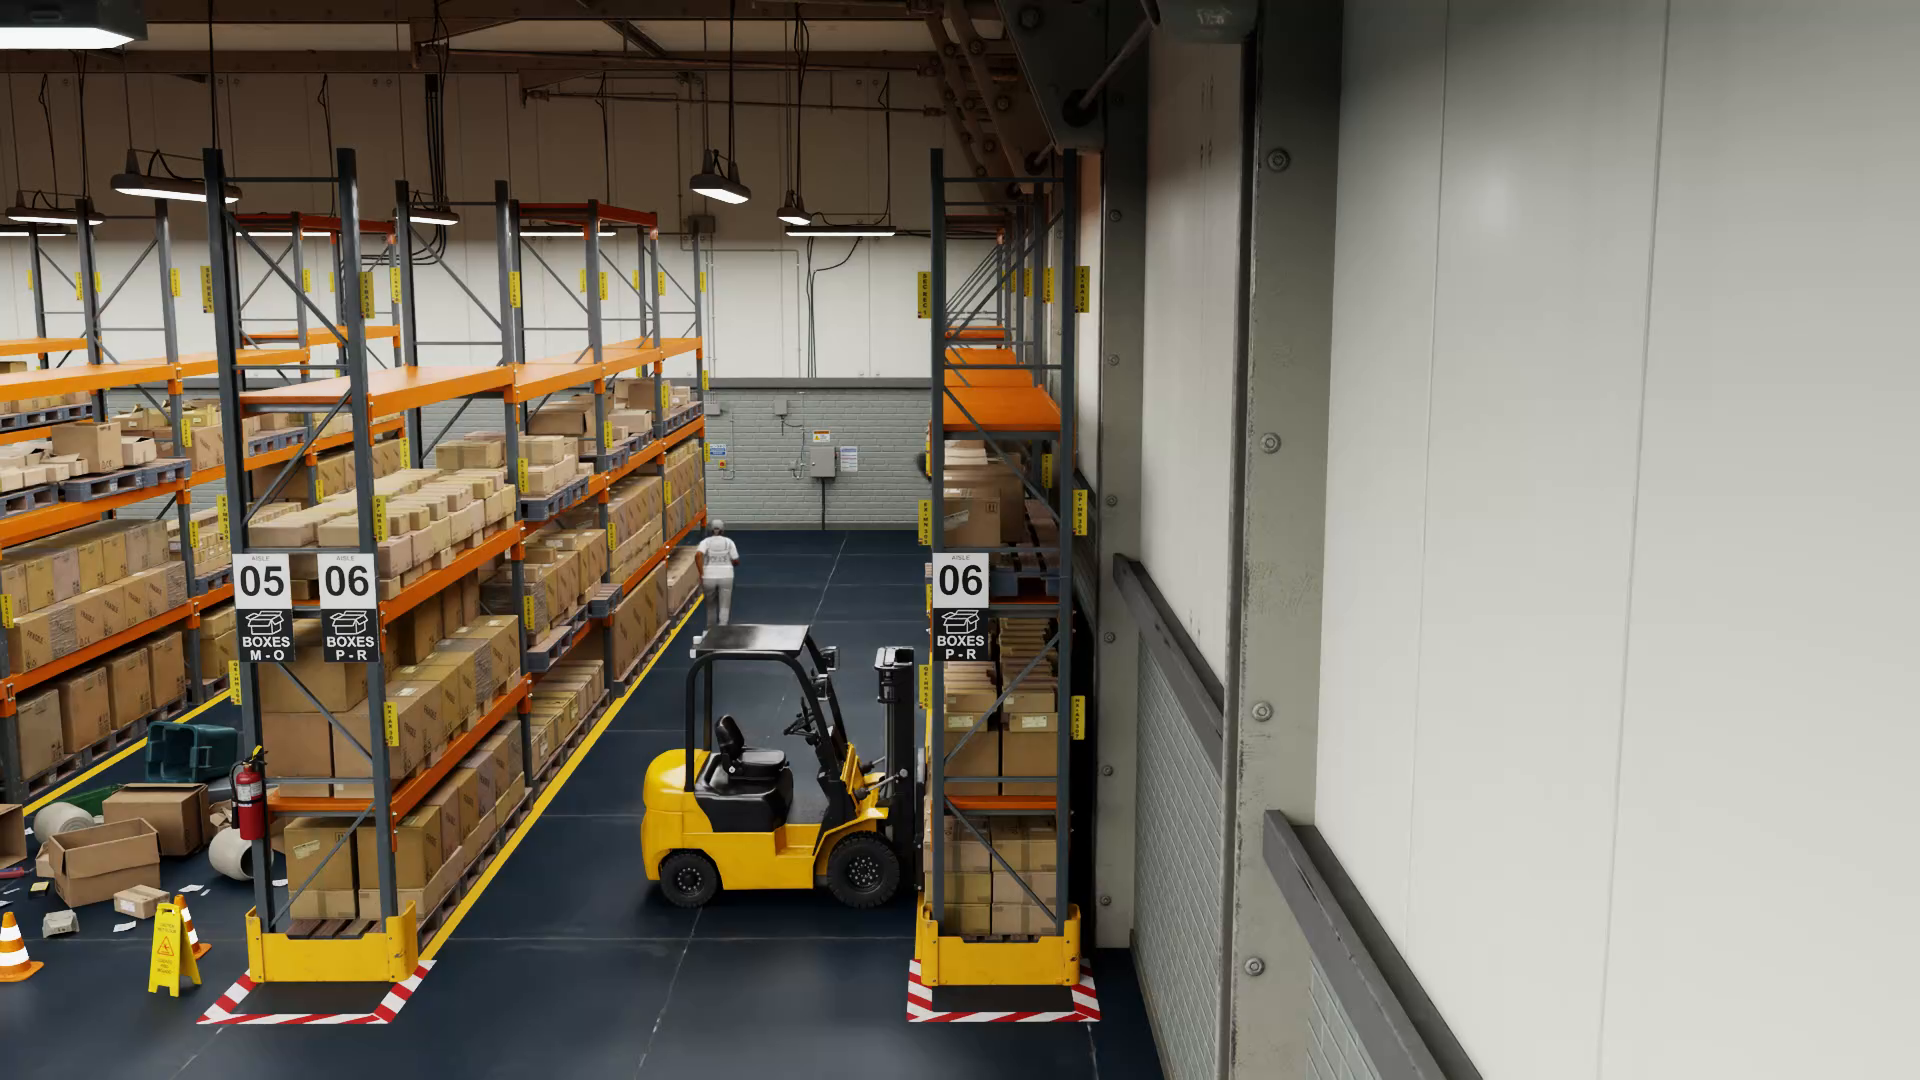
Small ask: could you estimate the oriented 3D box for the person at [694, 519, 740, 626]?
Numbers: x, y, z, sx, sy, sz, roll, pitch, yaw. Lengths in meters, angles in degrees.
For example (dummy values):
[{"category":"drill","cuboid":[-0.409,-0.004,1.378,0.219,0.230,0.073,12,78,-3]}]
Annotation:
[{"category":"person","cuboid":[-3.155,0.589,21.732,0.556,1.711,0.817,0,9,-1]}]
